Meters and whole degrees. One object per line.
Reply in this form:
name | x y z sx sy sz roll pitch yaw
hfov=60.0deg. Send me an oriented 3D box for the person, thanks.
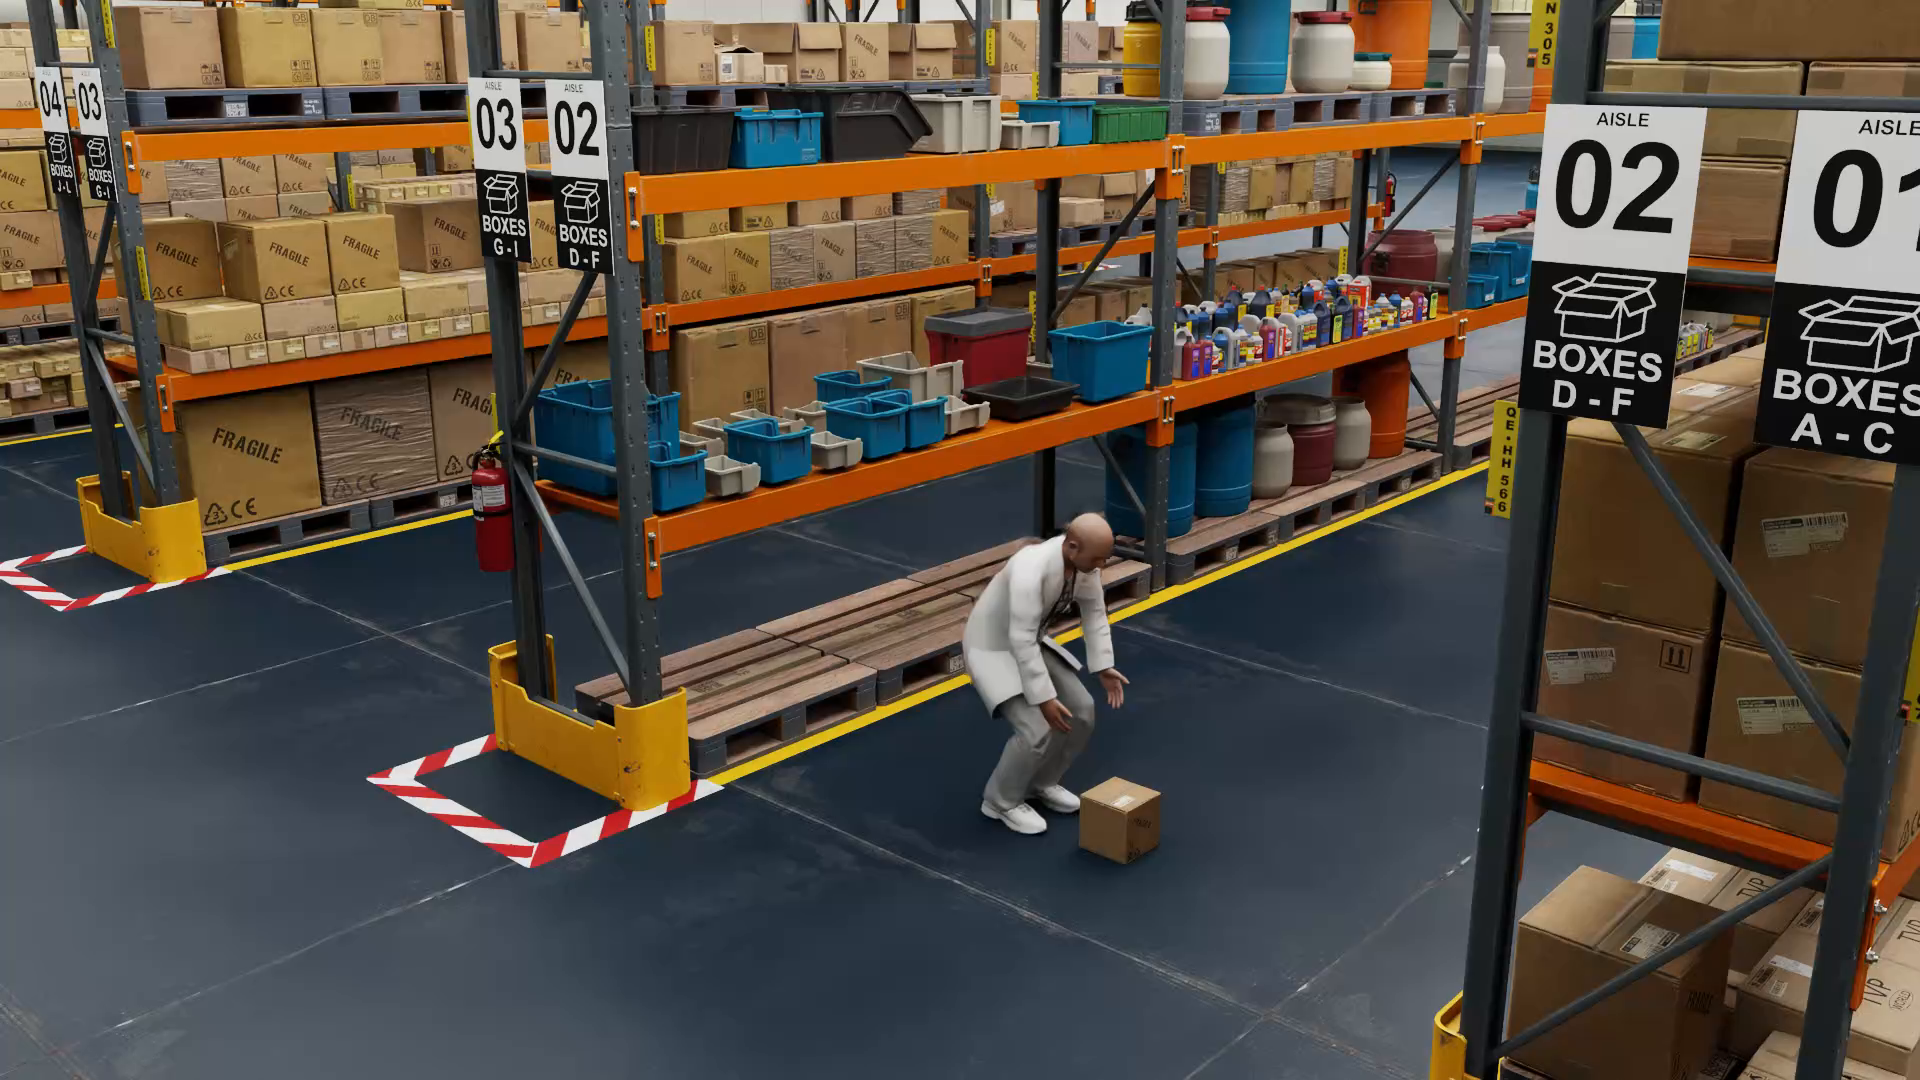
person | 0.359 0.546 7.343 0.701 1.440 0.629 14 22 40
